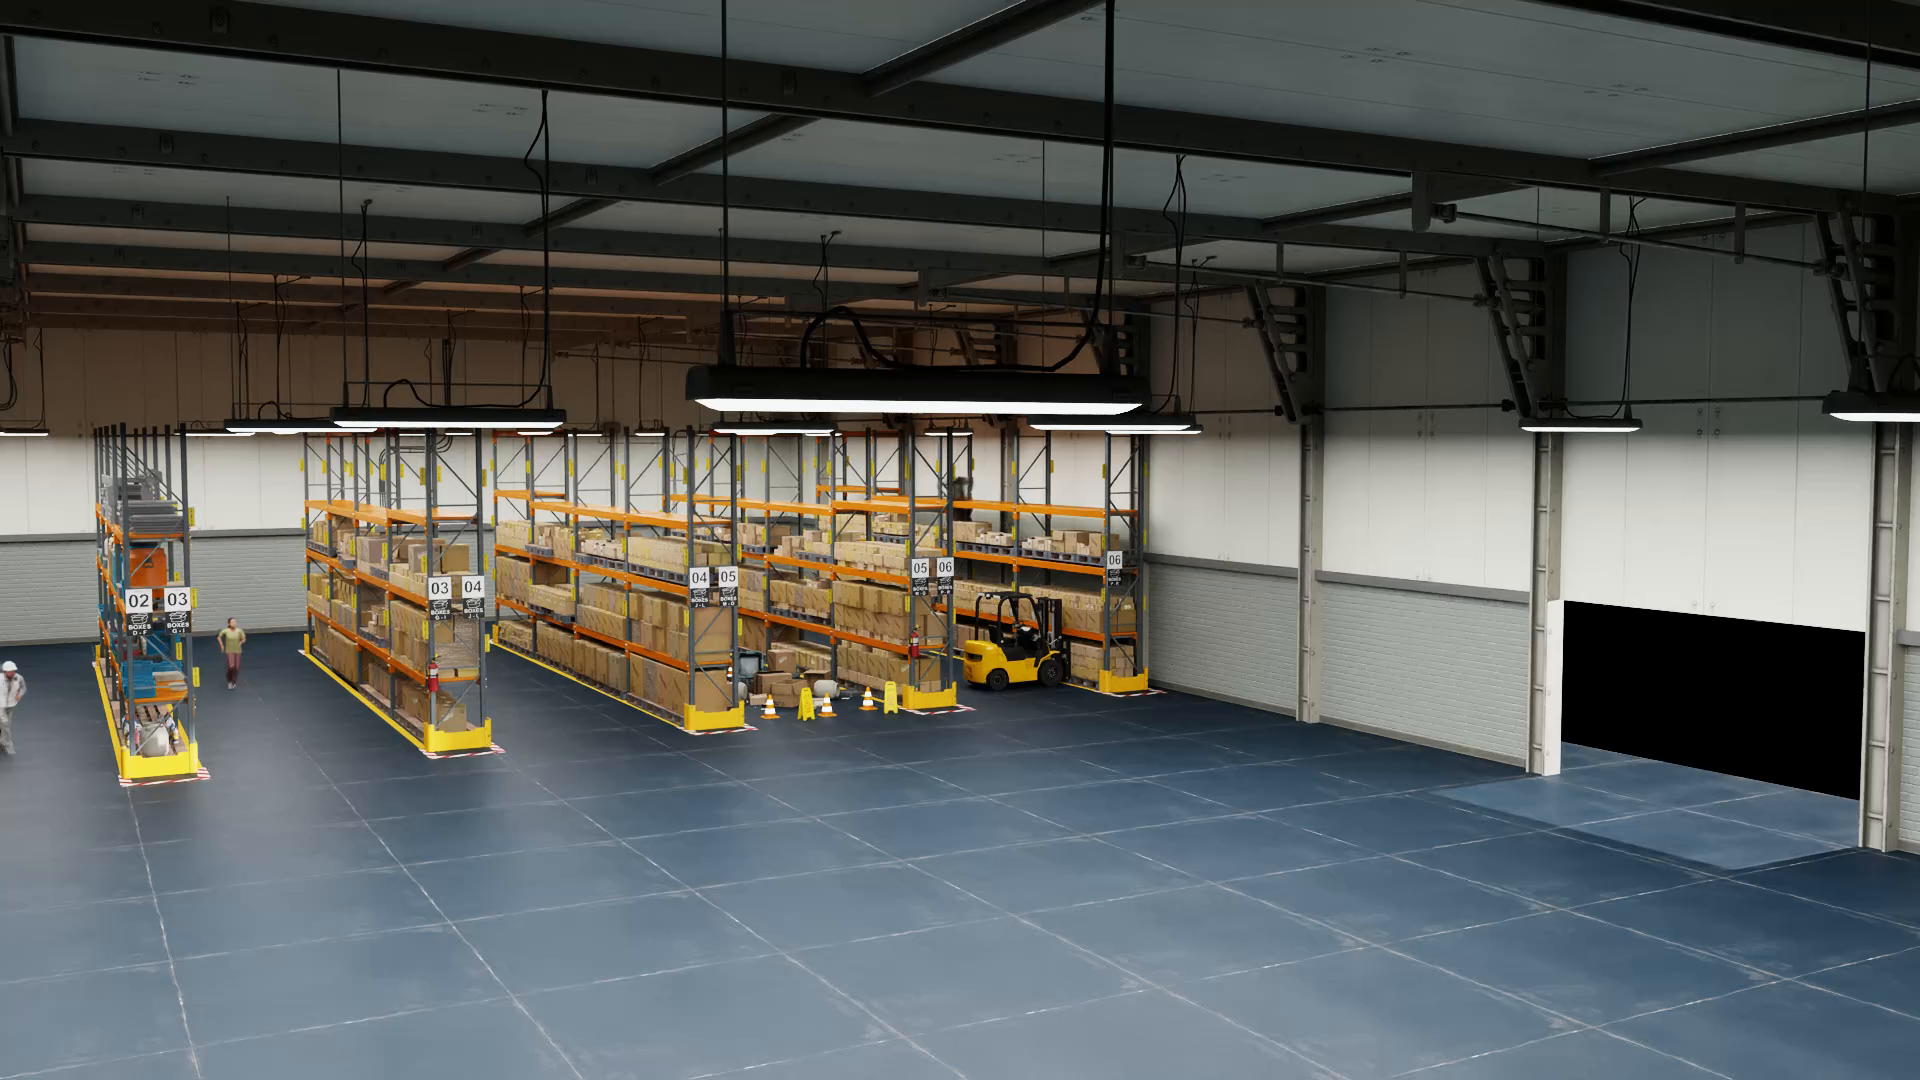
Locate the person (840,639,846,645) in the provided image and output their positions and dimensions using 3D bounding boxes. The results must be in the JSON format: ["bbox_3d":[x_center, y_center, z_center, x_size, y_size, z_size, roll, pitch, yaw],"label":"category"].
[{"bbox_3d":[-3.073,2.259,44.357,0.652,1.573,1.061,-1,4,-23],"label":"person"}]

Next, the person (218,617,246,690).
[{"bbox_3d":[-16.607,2.584,37.987,0.576,1.647,0.641,-2,4,-34],"label":"person"}]

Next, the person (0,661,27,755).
[{"bbox_3d":[-17.520,3.058,30.475,0.704,1.739,1.038,-3,5,-43],"label":"person"}]
